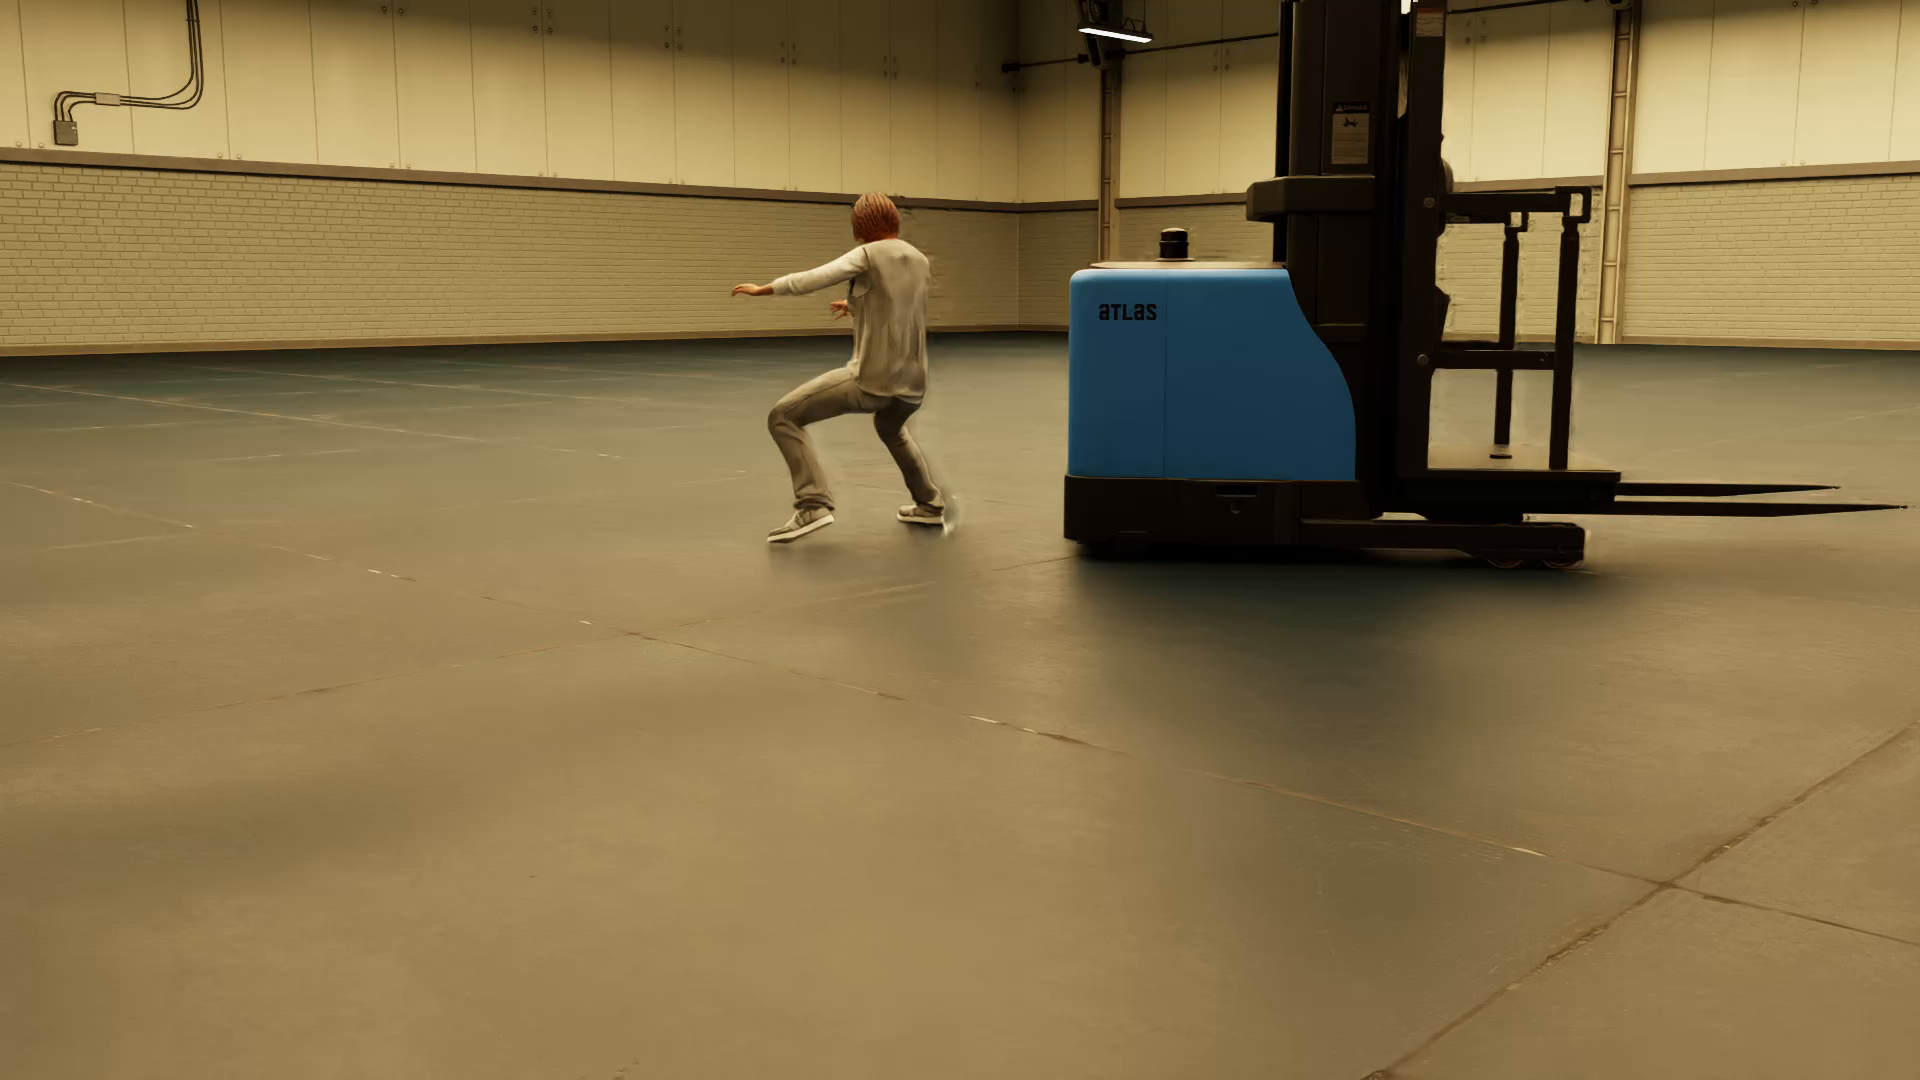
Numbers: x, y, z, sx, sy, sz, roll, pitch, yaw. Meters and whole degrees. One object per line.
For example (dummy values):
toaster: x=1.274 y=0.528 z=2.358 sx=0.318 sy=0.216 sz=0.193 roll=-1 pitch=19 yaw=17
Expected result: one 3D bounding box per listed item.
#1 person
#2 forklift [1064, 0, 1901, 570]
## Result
person: x=-0.414 y=-0.690 z=6.717 sx=0.986 sy=1.363 sz=0.637 roll=-8 pitch=11 yaw=-42
forklift: x=1.948 y=-1.426 z=6.343 sx=3.031 sy=2.935 sz=1.130 roll=1 pitch=9 yaw=6
